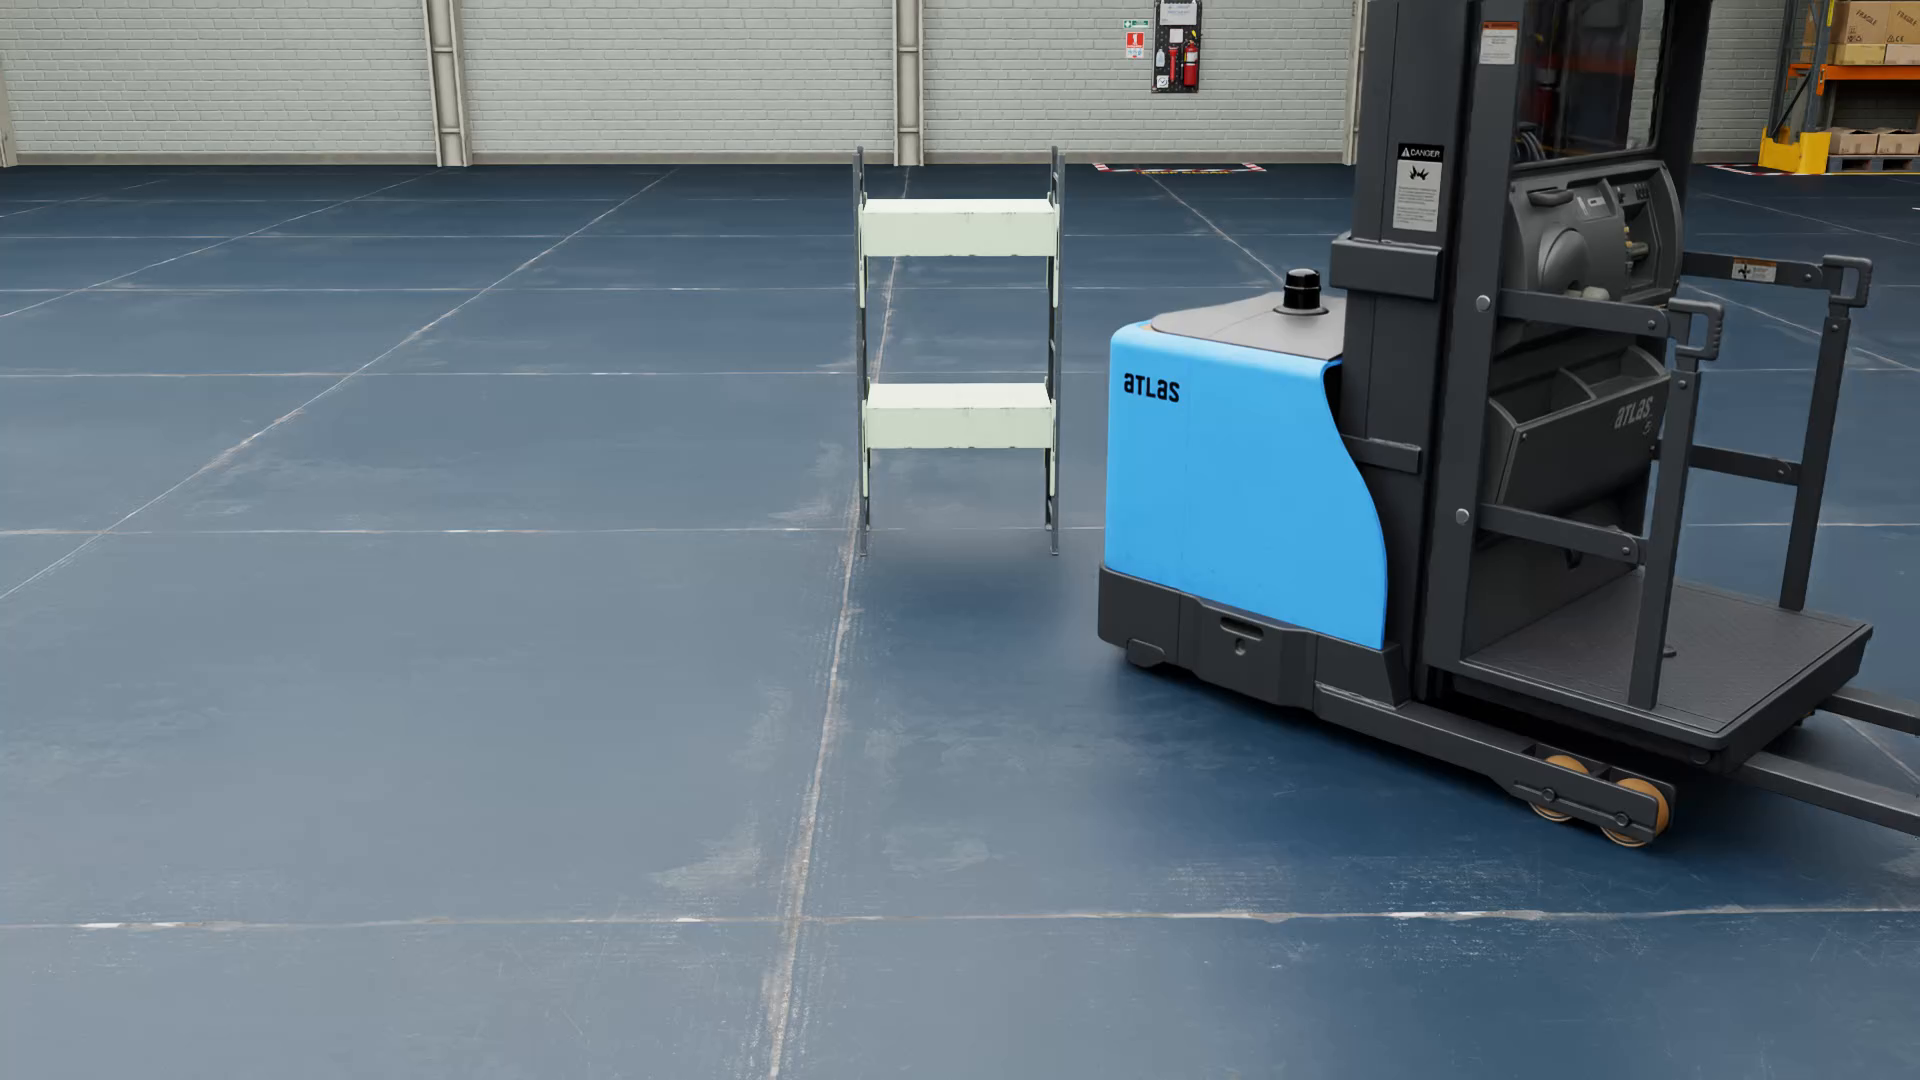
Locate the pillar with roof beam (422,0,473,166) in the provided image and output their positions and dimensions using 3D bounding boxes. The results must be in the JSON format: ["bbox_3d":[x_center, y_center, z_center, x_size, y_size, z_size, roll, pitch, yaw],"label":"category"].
[{"bbox_3d":[-6.609,-7.928,16.530,0.400,9.000,9.100,0,18,-1],"label":"pillar with roof beam"}]

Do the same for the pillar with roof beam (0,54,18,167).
[{"bbox_3d":[-12.608,-7.899,16.440,0.400,9.000,9.100,0,18,-1],"label":"pillar with roof beam"}]

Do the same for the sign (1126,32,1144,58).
[{"bbox_3d":[2.296,-6.490,21.809,0.234,0.329,0.001,0,18,-1],"label":"sign"}]

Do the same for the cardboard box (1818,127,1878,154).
[{"bbox_3d":[11.328,-5.111,21.250,0.500,0.311,0.500,-2,18,-7],"label":"cardboard box"}]

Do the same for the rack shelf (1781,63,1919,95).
[{"bbox_3d":[12.635,-5.873,21.122,4.000,0.370,1.077,0,18,-1],"label":"rack shelf"}]

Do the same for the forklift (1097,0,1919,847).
[{"bbox_3d":[1.839,-0.807,4.265,1.130,2.935,3.031,-17,24,-42],"label":"forklift"}]

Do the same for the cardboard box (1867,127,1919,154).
[{"bbox_3d":[11.898,-5.113,21.258,0.500,0.311,0.500,1,18,4],"label":"cardboard box"}]

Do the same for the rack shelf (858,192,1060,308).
[{"bbox_3d":[-0.007,-1.086,6.199,0.720,0.370,0.431,0,18,-1],"label":"rack shelf"}]

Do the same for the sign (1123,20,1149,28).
[{"bbox_3d":[2.301,-6.739,21.720,0.331,0.109,0.001,0,18,-1],"label":"sign"}]

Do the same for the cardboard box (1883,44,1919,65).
[{"bbox_3d":[11.647,-6.056,20.728,0.500,0.250,0.500,-1,18,-3],"label":"cardboard box"}]

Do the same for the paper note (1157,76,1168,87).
[{"bbox_3d":[2.672,-6.045,21.922,0.142,0.148,0.016,0,18,-1],"label":"paper note"}]

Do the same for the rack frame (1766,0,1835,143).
[{"bbox_3d":[10.635,-6.206,20.982,0.127,3.000,1.000,0,18,-1],"label":"rack frame"}]

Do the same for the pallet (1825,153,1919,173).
[{"bbox_3d":[11.524,-4.871,21.387,1.213,0.211,1.003,0,18,-1],"label":"pallet"}]

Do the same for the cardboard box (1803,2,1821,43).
[{"bbox_3d":[11.103,-6.568,21.096,0.500,0.500,0.500,0,18,-1],"label":"cardboard box"}]

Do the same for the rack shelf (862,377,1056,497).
[{"bbox_3d":[-0.007,-0.404,6.418,0.720,0.370,0.431,0,18,-1],"label":"rack shelf"}]

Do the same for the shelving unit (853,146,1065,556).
[{"bbox_3d":[-0.007,-0.714,6.318,0.755,1.500,0.431,0,18,-1],"label":"shelving unit"}]

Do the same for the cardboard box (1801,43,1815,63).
[{"bbox_3d":[11.099,-6.205,21.193,0.500,0.250,0.500,0,18,0],"label":"cardboard box"}]

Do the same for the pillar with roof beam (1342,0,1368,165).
[{"bbox_3d":[5.390,-7.986,16.710,0.400,9.000,9.100,0,18,-1],"label":"pillar with roof beam"}]

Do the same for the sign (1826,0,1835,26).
[{"bbox_3d":[10.644,-6.452,20.333,0.005,0.325,0.100,0,18,-1],"label":"sign"}]

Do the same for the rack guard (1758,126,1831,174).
[{"bbox_3d":[10.711,-5.016,21.365,0.348,0.500,1.175,0,18,-1],"label":"rack guard"}]

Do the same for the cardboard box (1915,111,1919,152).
[{"bbox_3d":[12.632,-5.192,21.193,0.500,0.500,0.700,-1,18,-4],"label":"cardboard box"}]

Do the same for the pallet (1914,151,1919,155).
[{"bbox_3d":[12.741,-4.876,21.403,1.213,0.211,1.003,0,18,-1],"label":"pallet"}]

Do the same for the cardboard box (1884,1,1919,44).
[{"bbox_3d":[11.611,-6.411,20.606,0.500,0.500,0.500,0,18,-1],"label":"cardboard box"}]

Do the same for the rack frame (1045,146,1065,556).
[{"bbox_3d":[0.359,-0.716,6.324,0.023,1.500,0.400,0,18,-1],"label":"rack frame"}]

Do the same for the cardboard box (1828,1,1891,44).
[{"bbox_3d":[11.117,-6.411,20.608,0.500,0.500,0.500,0,18,-1],"label":"cardboard box"}]

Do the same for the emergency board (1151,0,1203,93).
[{"bbox_3d":[2.850,-6.444,21.725,0.643,1.169,0.194,0,18,-1],"label":"emergency board"}]

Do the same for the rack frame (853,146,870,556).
[{"bbox_3d":[-0.373,-0.712,6.313,0.023,1.500,0.400,0,18,-1],"label":"rack frame"}]

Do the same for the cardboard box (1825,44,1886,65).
[{"bbox_3d":[11.128,-6.049,20.707,0.500,0.250,0.500,-1,18,-2],"label":"cardboard box"}]

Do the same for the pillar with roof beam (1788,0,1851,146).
[{"bbox_3d":[11.389,-8.015,16.801,0.400,9.000,9.100,0,18,-1],"label":"pillar with roof beam"}]

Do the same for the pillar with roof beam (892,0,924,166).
[{"bbox_3d":[-0.609,-7.957,16.620,0.400,9.000,9.100,0,18,-1],"label":"pillar with roof beam"}]
